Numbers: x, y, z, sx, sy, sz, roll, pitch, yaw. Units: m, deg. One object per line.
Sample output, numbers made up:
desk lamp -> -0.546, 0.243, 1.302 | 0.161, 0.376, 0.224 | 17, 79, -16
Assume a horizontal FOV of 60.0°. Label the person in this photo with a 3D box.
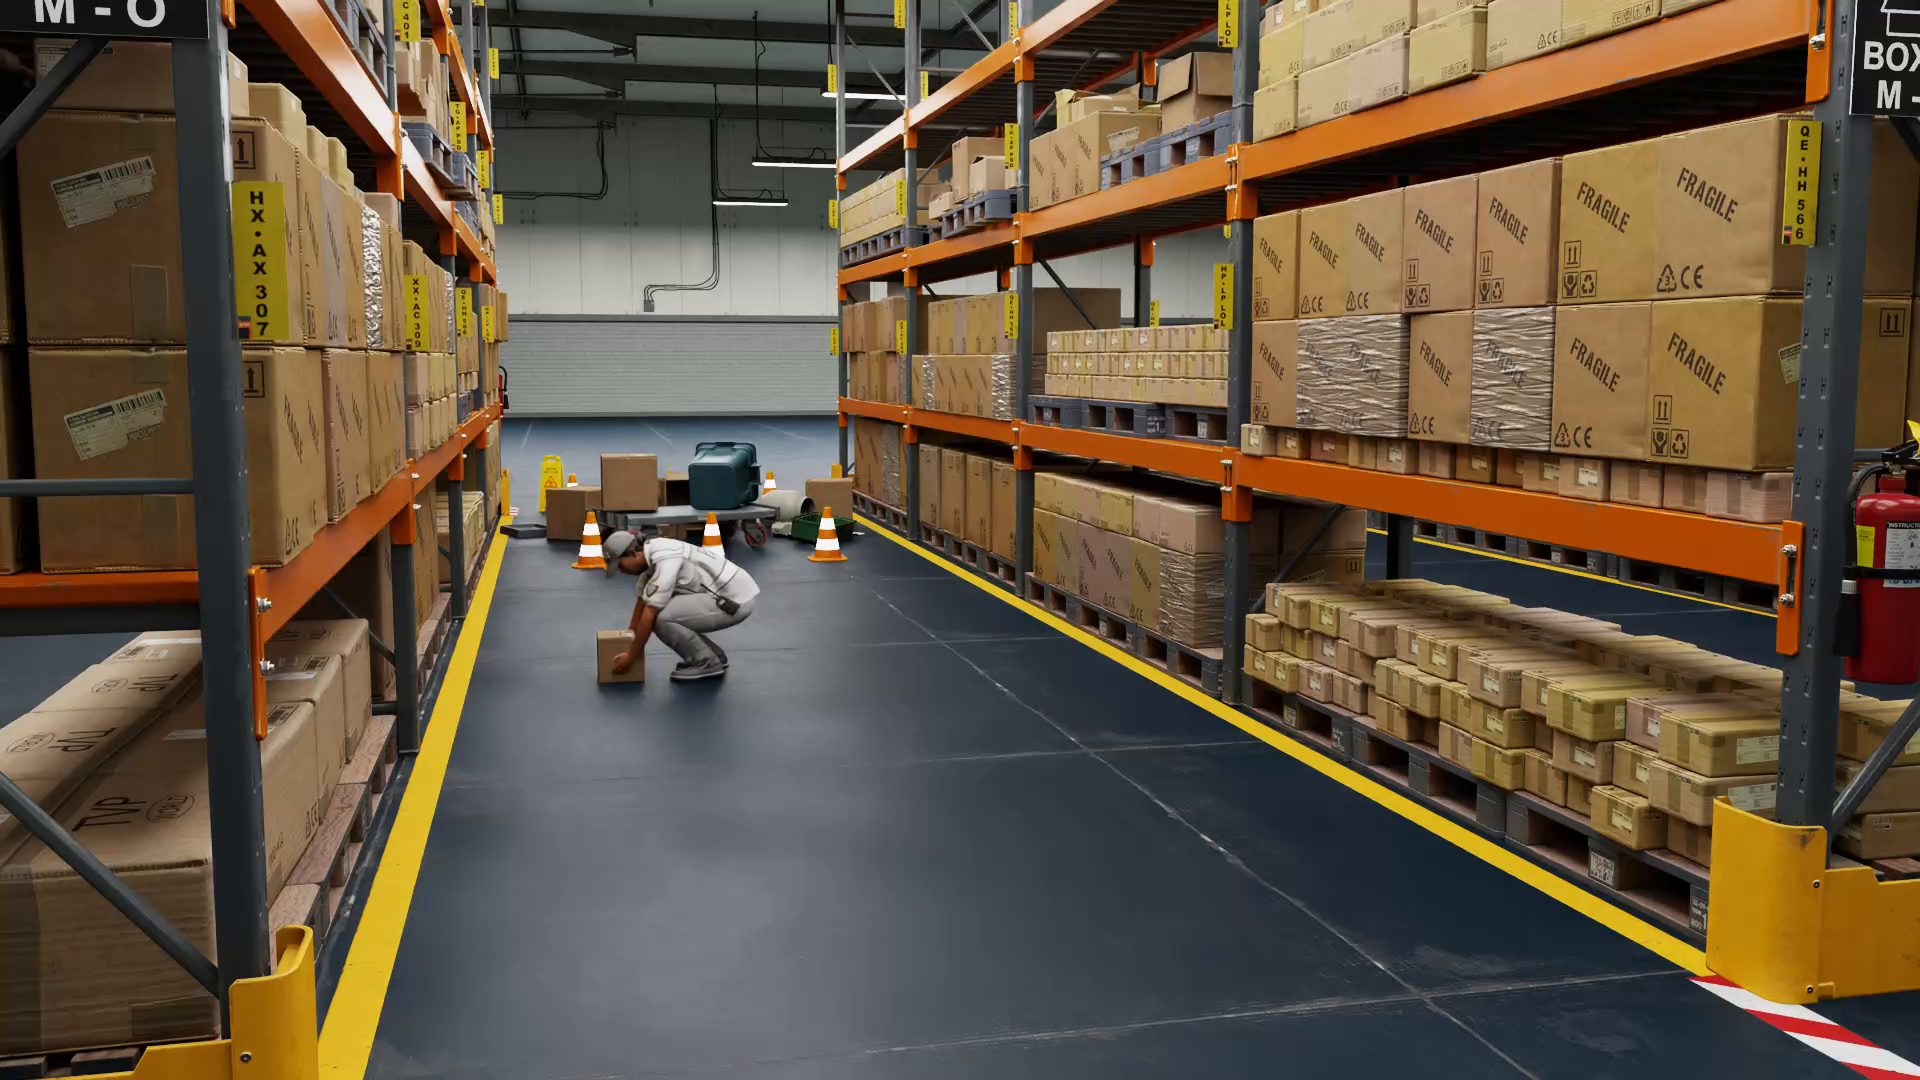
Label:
person -> -1.592, 0.353, 9.299 | 0.794, 0.838, 0.521 | -2, 6, -14
